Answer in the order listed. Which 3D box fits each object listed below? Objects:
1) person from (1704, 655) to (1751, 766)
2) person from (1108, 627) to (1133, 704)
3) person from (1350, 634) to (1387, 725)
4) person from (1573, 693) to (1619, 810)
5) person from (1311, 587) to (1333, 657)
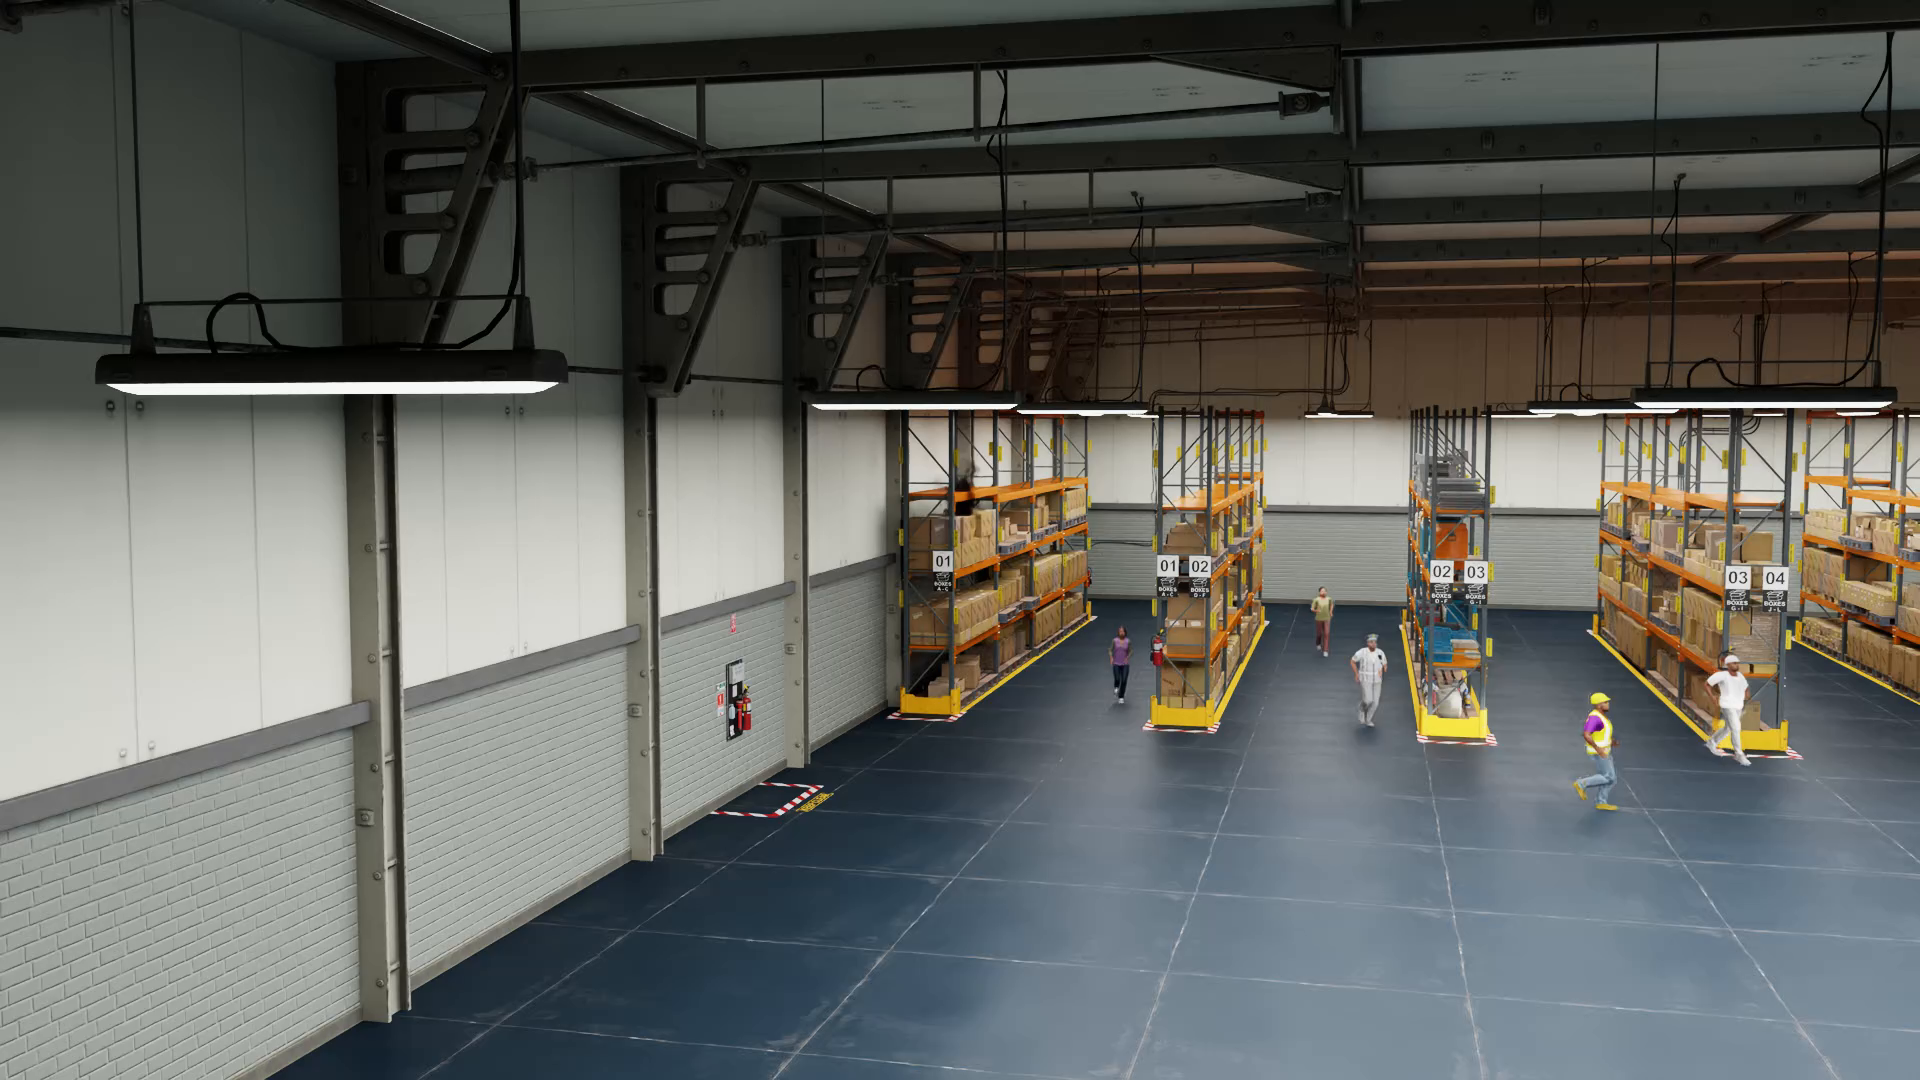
[{"bbox_3d":[12.988,2.825,27.960,0.759,1.776,0.927,-2,5,-29],"label":"person"},{"bbox_3d":[3.261,2.532,33.712,0.507,1.552,0.512,0,4,4],"label":"person"},{"bbox_3d":[7.686,2.623,31.083,0.648,1.730,0.587,0,4,-5],"label":"person"},{"bbox_3d":[9.379,3.107,24.480,0.618,1.724,0.718,2,5,28],"label":"person"},{"bbox_3d":[8.842,1.966,40.552,0.579,1.667,0.942,0,4,3],"label":"person"}]
